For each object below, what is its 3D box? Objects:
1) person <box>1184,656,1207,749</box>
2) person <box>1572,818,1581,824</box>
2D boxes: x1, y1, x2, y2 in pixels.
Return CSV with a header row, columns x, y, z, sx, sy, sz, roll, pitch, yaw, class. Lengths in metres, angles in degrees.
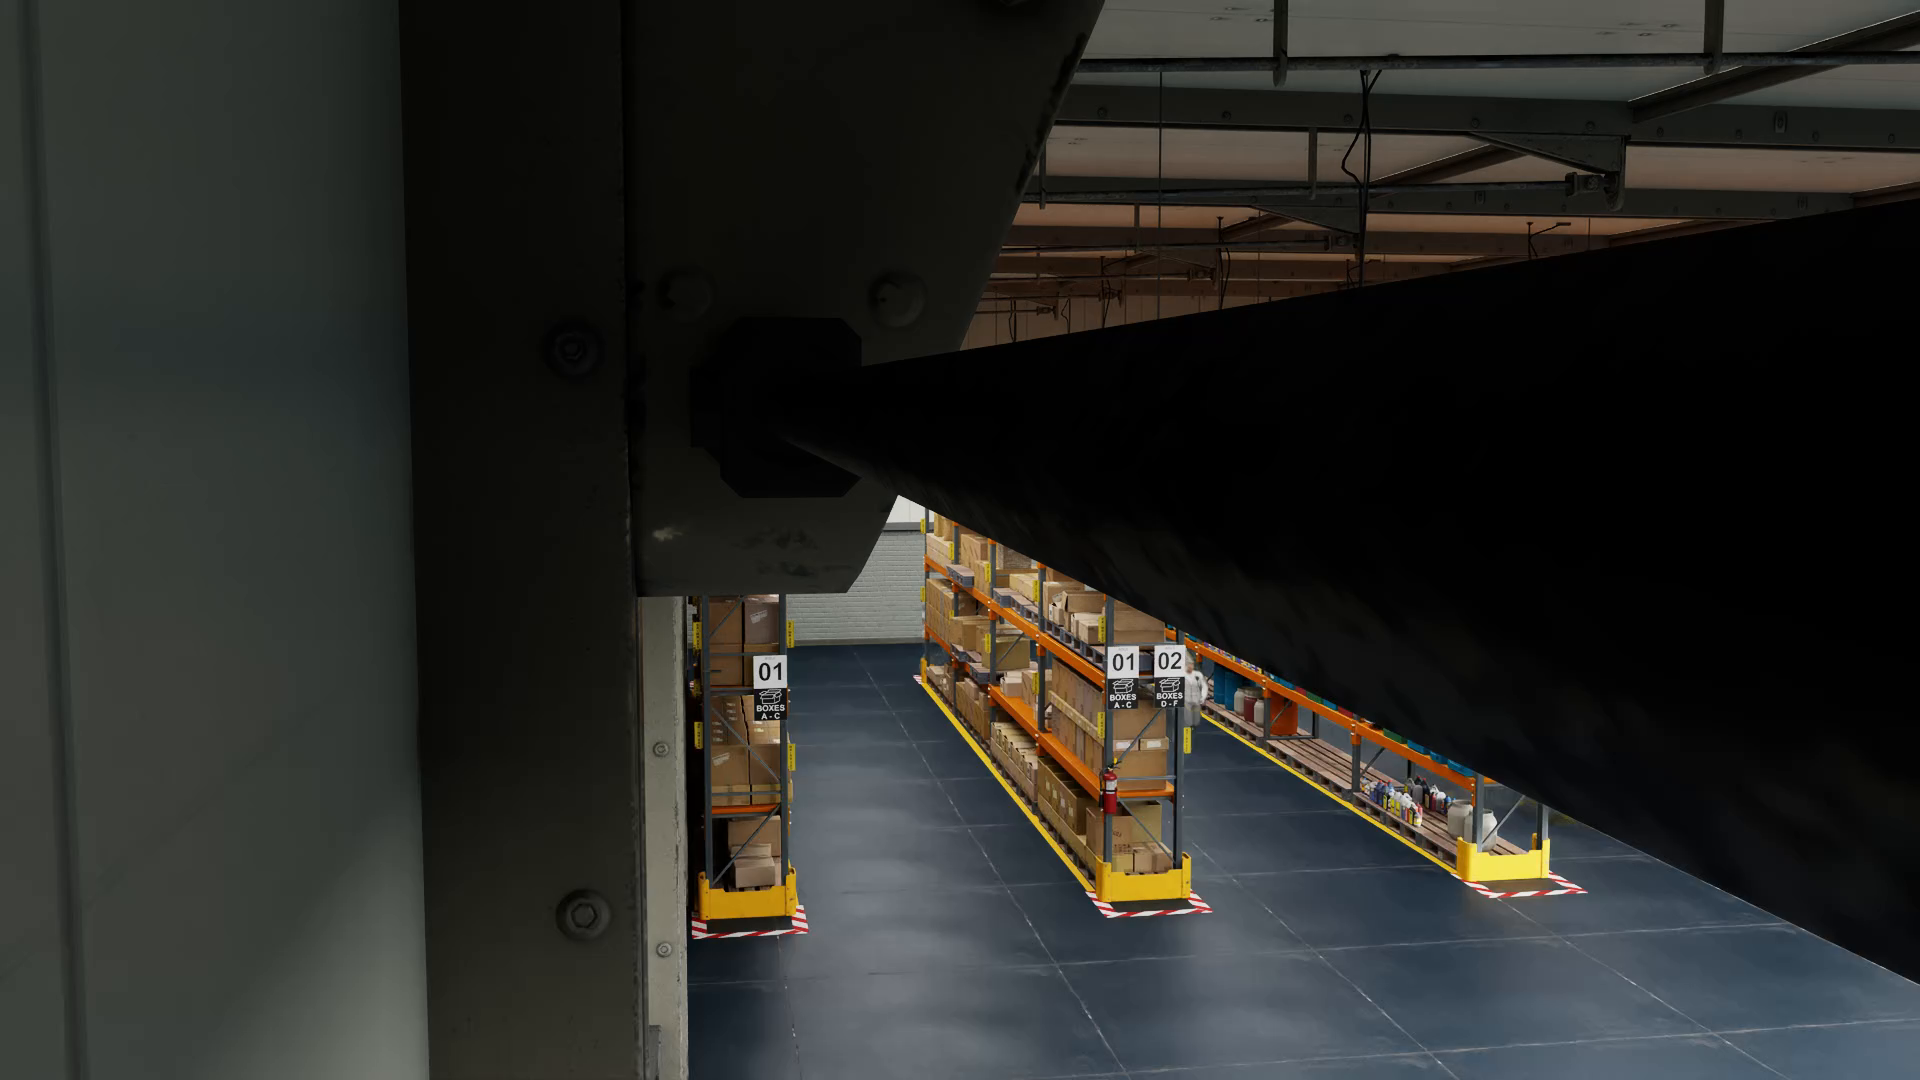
x,y,z,sx,sy,sz,roll,pitch,yaw,class
4.121,2.898,29.725,0.620,1.667,0.506,0,5,1,person
9.247,3.357,23.898,0.709,1.766,0.934,-3,6,-27,person
